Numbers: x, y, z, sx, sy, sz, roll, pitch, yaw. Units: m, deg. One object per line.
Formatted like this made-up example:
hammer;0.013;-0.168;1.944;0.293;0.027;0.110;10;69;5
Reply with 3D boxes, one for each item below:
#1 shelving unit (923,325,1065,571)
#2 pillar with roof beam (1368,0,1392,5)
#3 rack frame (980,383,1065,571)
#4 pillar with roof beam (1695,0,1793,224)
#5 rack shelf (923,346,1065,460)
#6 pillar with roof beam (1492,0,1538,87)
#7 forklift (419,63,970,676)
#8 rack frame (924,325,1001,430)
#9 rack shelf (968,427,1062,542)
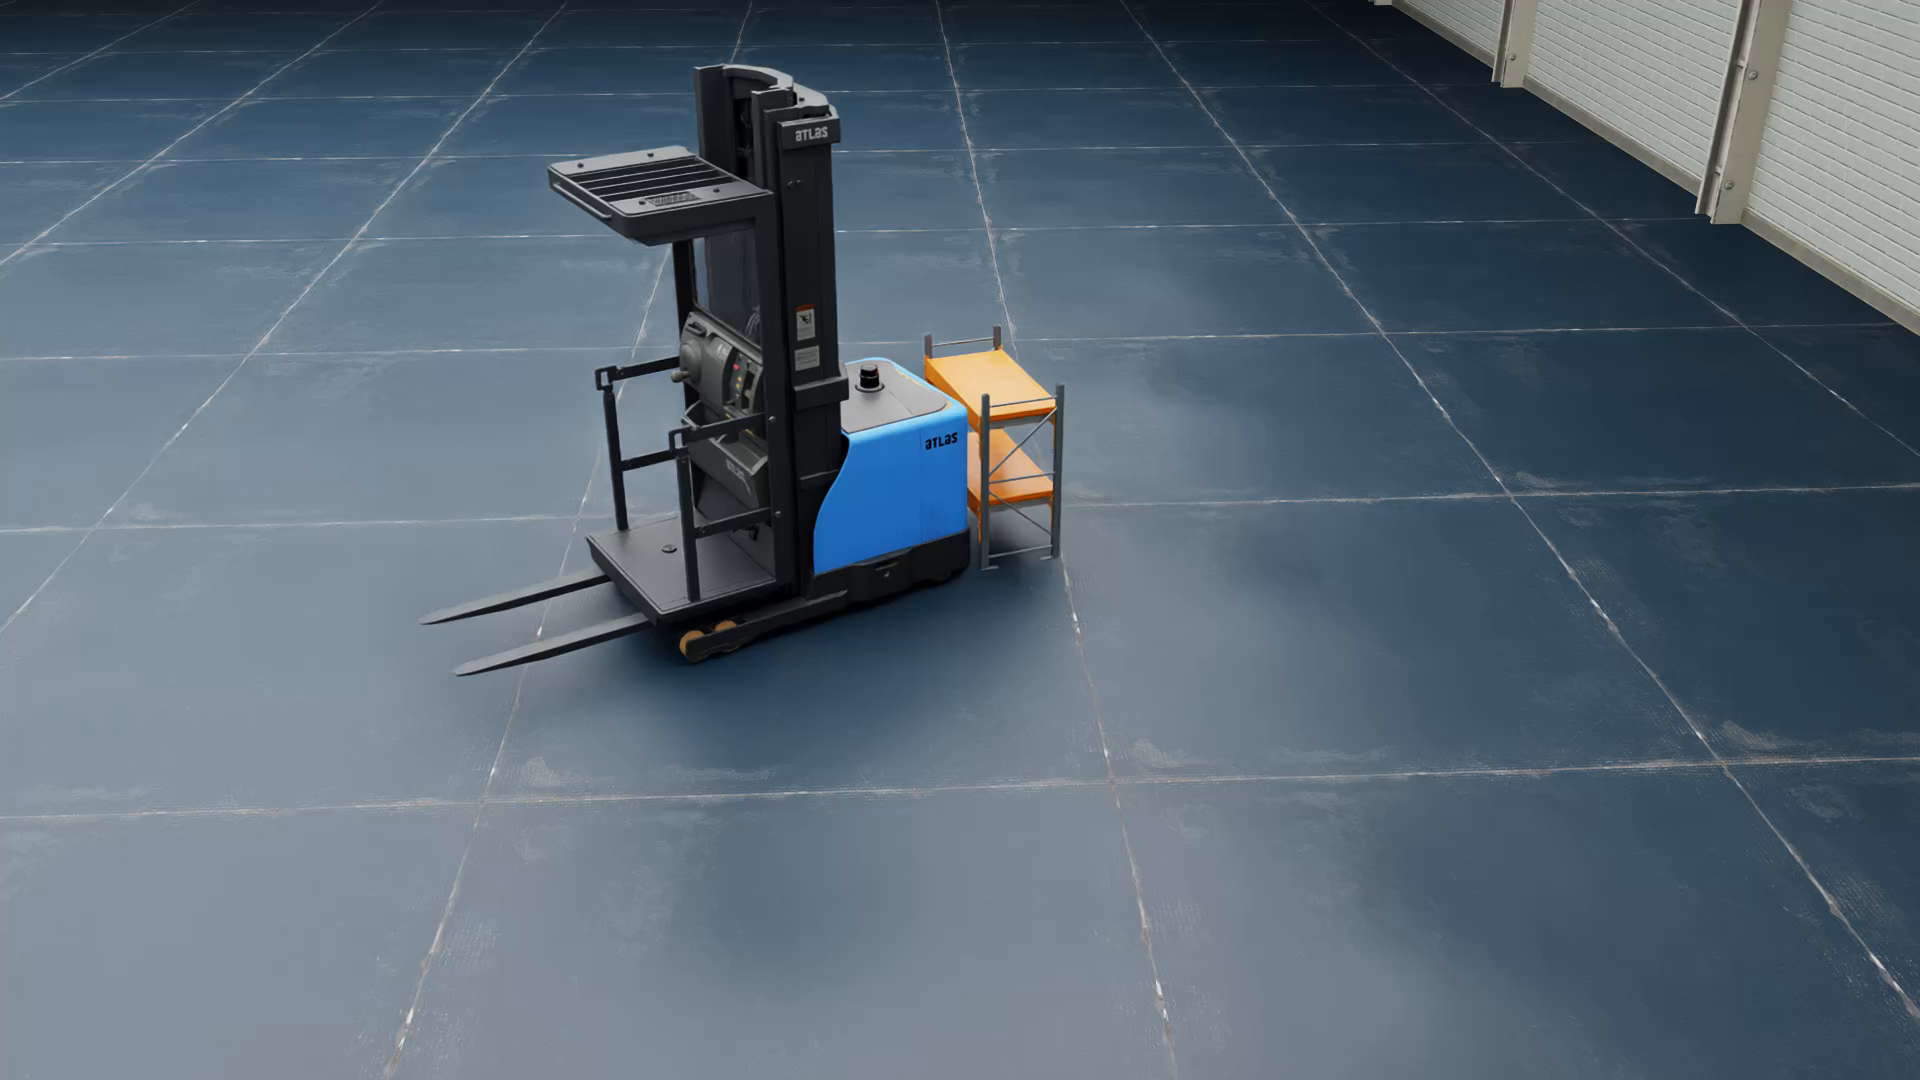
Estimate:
shelving unit;0.189;-0.582;10.149;0.538;1.125;1.048;-9;29;-17
pillar with roof beam;2.516;-12.587;24.652;9.100;9.000;0.400;-1;28;-3
rack frame;0.360;-0.360;9.724;0.500;1.125;0.032;-9;29;-17
pillar with roof beam;3.142;-7.045;14.027;9.100;9.000;0.400;-1;28;-3
rack shelf;0.189;-0.841;10.013;0.538;0.278;1.000;-9;29;-17
pillar with roof beam;2.829;-9.816;19.340;9.100;9.000;0.400;-1;28;-3
forklift;-1.459;-0.921;8.846;3.031;2.935;1.130;-16;32;-29
rack frame;0.017;-0.803;10.573;0.500;1.125;0.032;-9;29;-17
rack shelf;0.189;-0.365;10.262;0.538;0.278;1.000;-9;29;-17
